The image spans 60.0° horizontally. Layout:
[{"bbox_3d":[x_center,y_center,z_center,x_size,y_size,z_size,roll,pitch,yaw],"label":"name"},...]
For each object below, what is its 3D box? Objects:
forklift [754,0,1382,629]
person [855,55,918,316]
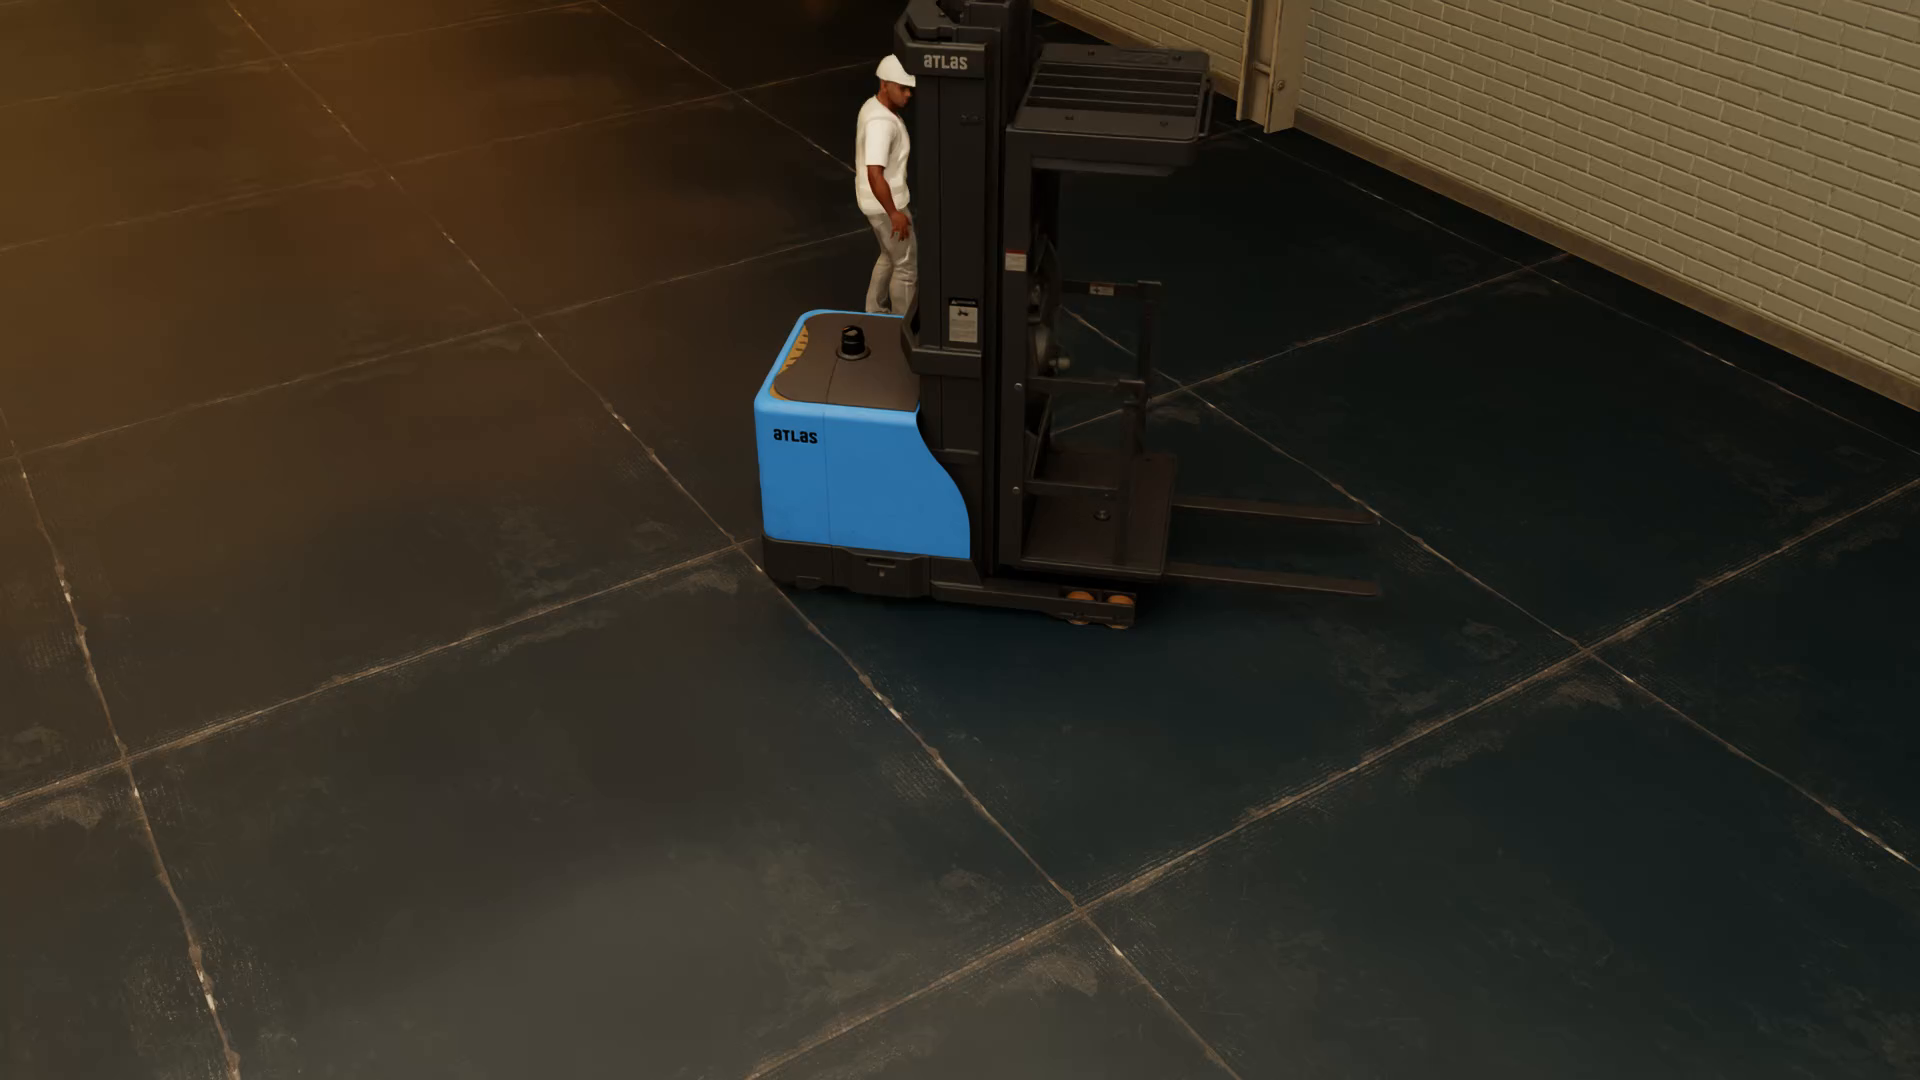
[{"bbox_3d":[0.582,-1.097,7.708,3.031,2.935,1.130,6,35,8],"label":"forklift"},{"bbox_3d":[-0.377,-2.060,10.106,0.498,1.752,0.774,-6,36,-9],"label":"person"}]
